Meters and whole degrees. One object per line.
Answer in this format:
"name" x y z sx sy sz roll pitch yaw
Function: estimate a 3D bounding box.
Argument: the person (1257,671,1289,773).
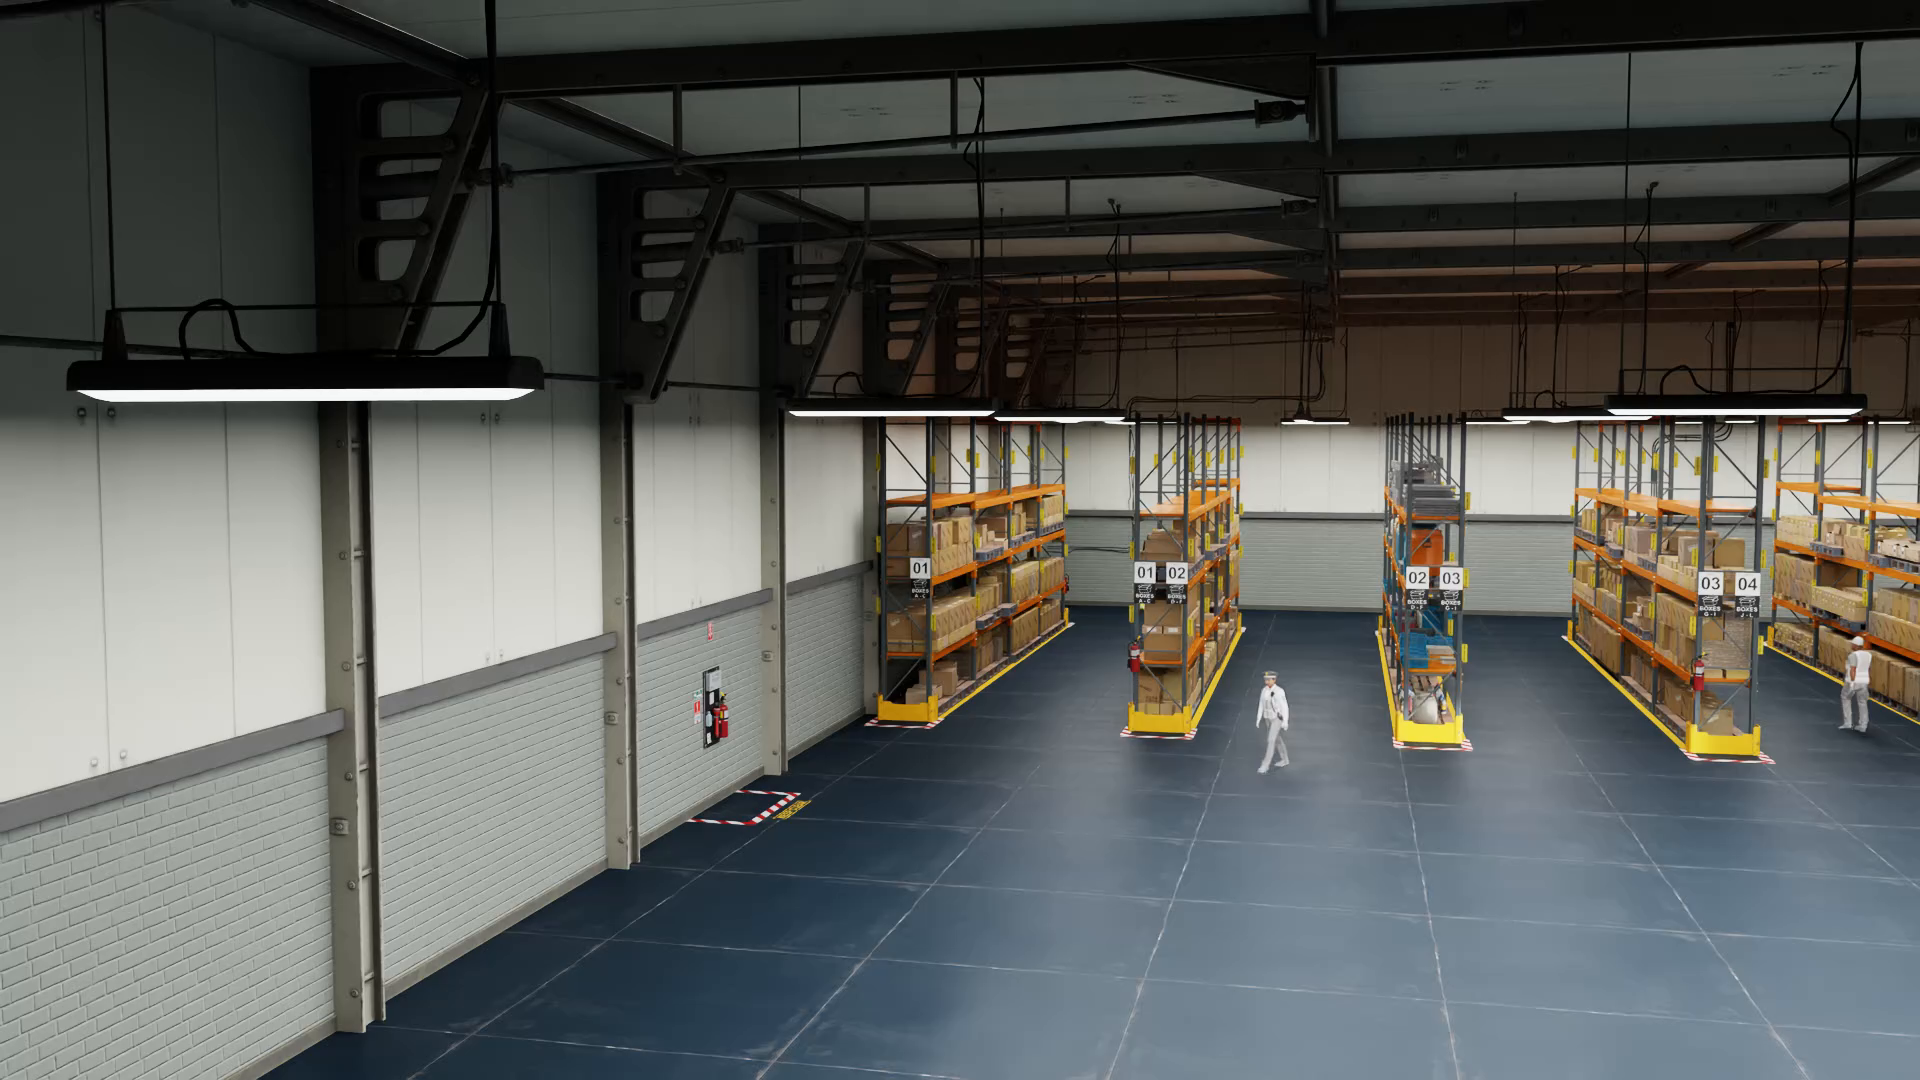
"person" 5.195 3.002 27.776 0.870 1.632 0.511 -2 4 -29

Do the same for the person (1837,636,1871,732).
"person" 16.946 2.732 31.333 0.528 1.817 0.556 0 4 3

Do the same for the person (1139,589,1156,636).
"person" 5.011 1.847 44.278 0.604 1.768 0.565 1 4 16
